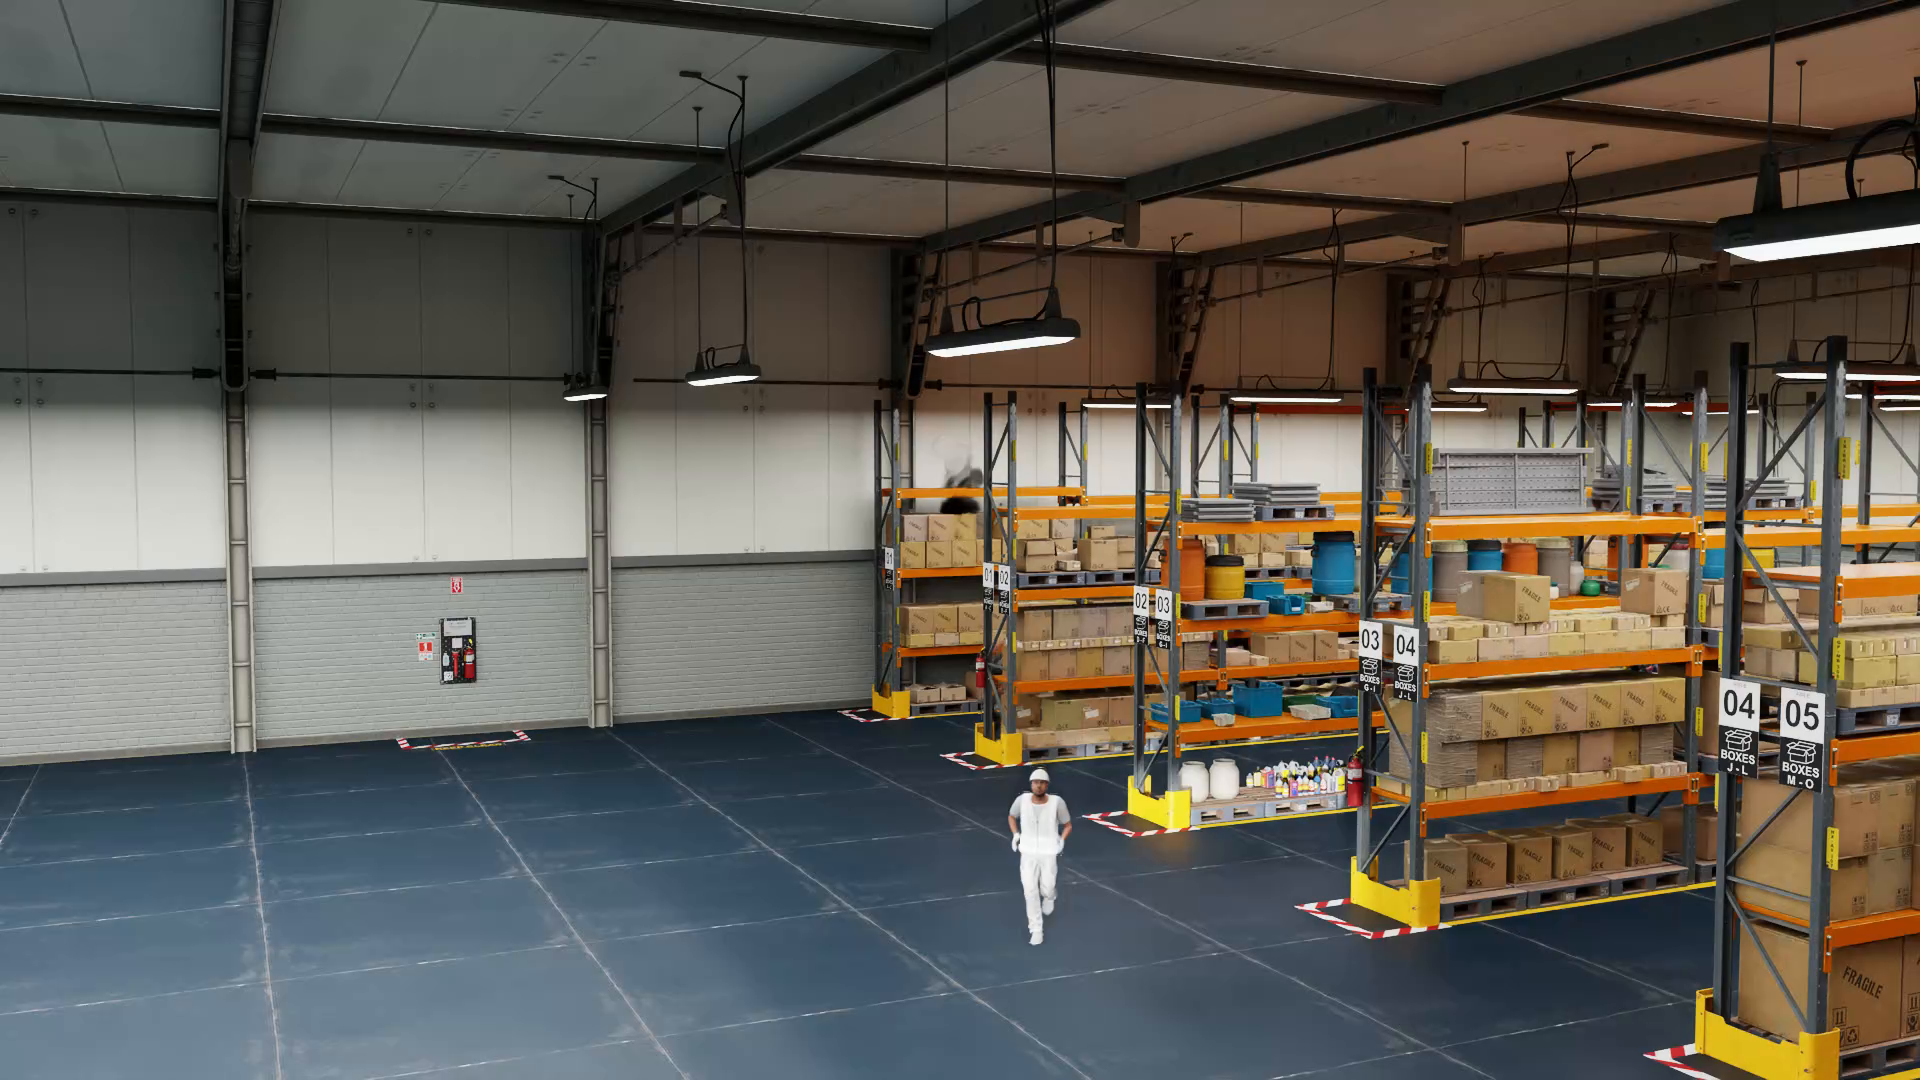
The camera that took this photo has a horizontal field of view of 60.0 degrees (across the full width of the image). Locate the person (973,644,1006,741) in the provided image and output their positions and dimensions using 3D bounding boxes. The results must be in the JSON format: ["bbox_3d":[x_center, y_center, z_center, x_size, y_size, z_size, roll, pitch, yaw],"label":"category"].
[{"bbox_3d":[0.591,2.633,28.980,0.795,1.705,0.698,-3,5,-45],"label":"person"}]

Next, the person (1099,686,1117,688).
[{"bbox_3d":[2.746,2.542,30.198,0.872,1.765,0.711,-2,4,-26],"label":"person"}]

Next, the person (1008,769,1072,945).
[{"bbox_3d":[0.831,3.278,17.463,0.681,1.768,0.836,0,3,8],"label":"person"}]
